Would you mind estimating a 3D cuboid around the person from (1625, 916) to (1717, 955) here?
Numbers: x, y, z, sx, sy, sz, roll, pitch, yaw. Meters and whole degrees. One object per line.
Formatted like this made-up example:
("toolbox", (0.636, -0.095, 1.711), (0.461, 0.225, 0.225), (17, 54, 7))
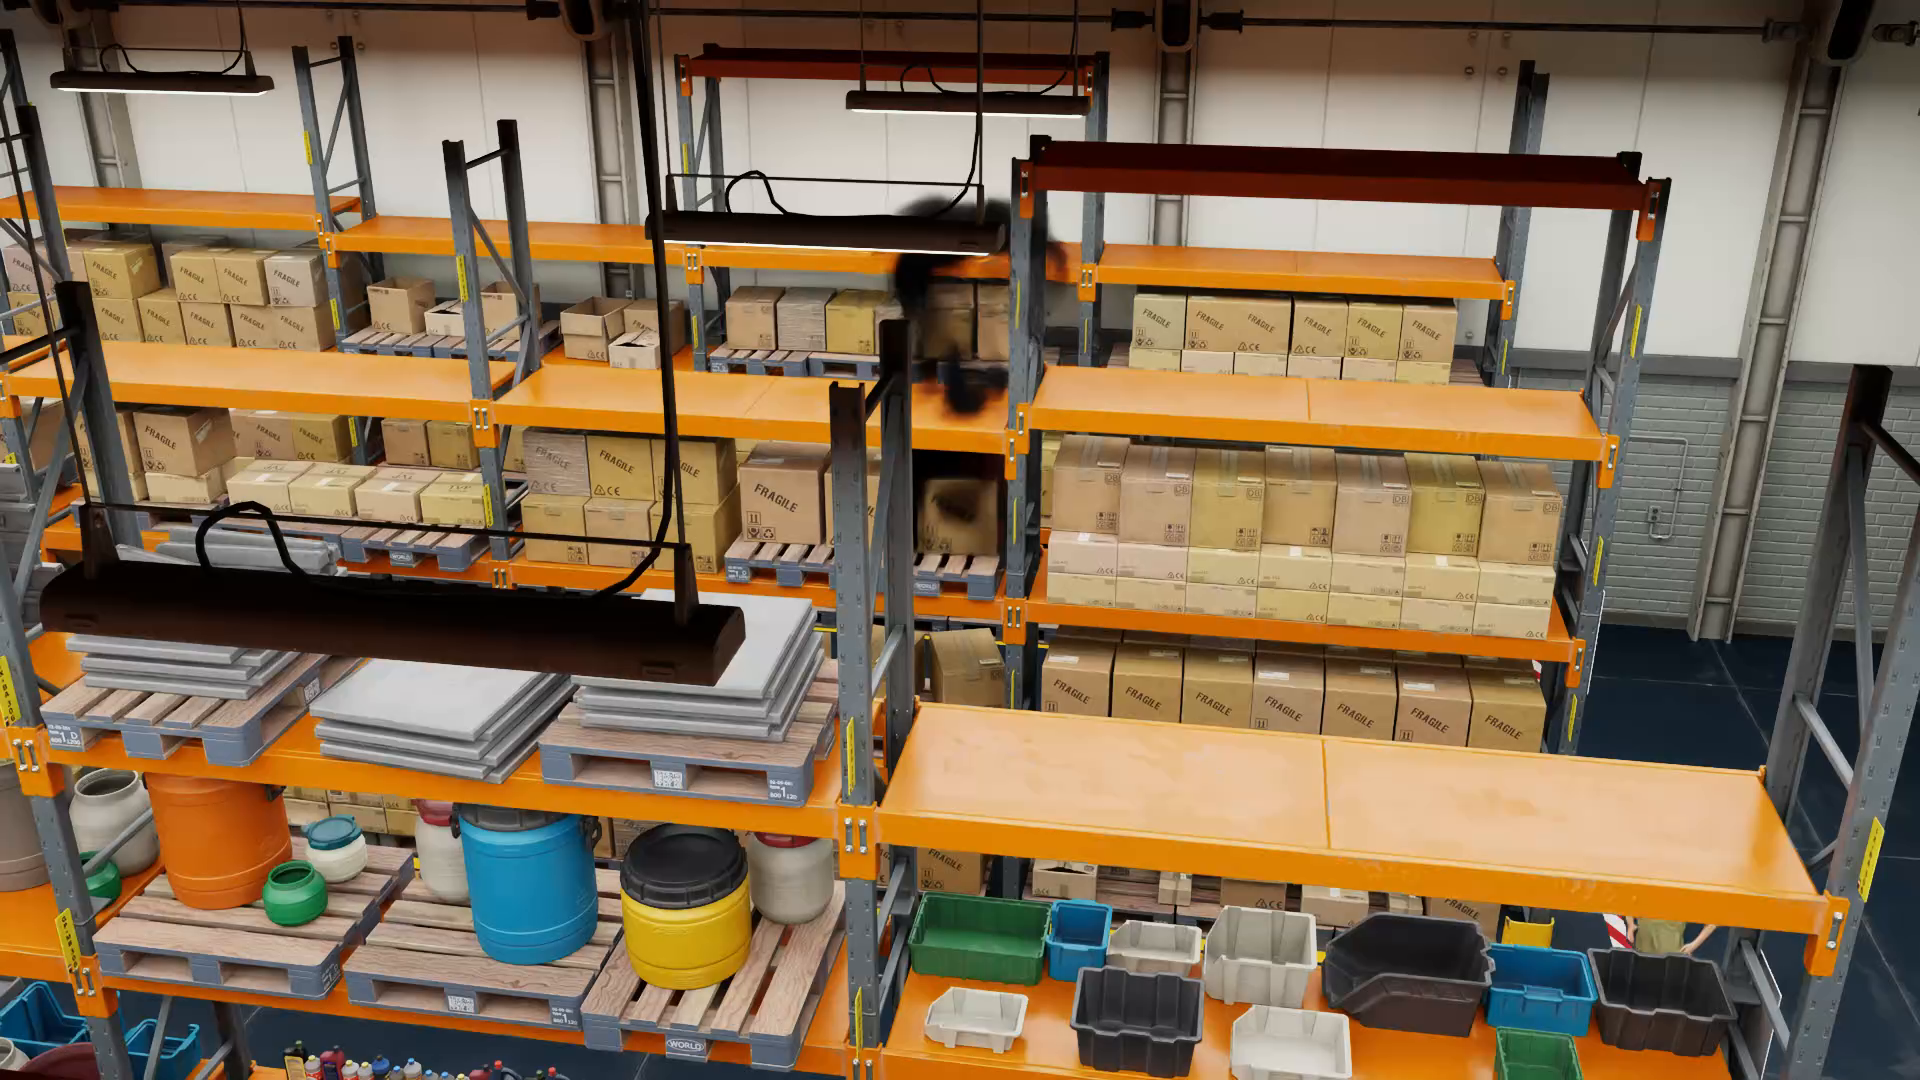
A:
("person", (4.777, 2.870, 11.477), (0.891, 1.690, 0.579), (-12, 26, -25))
